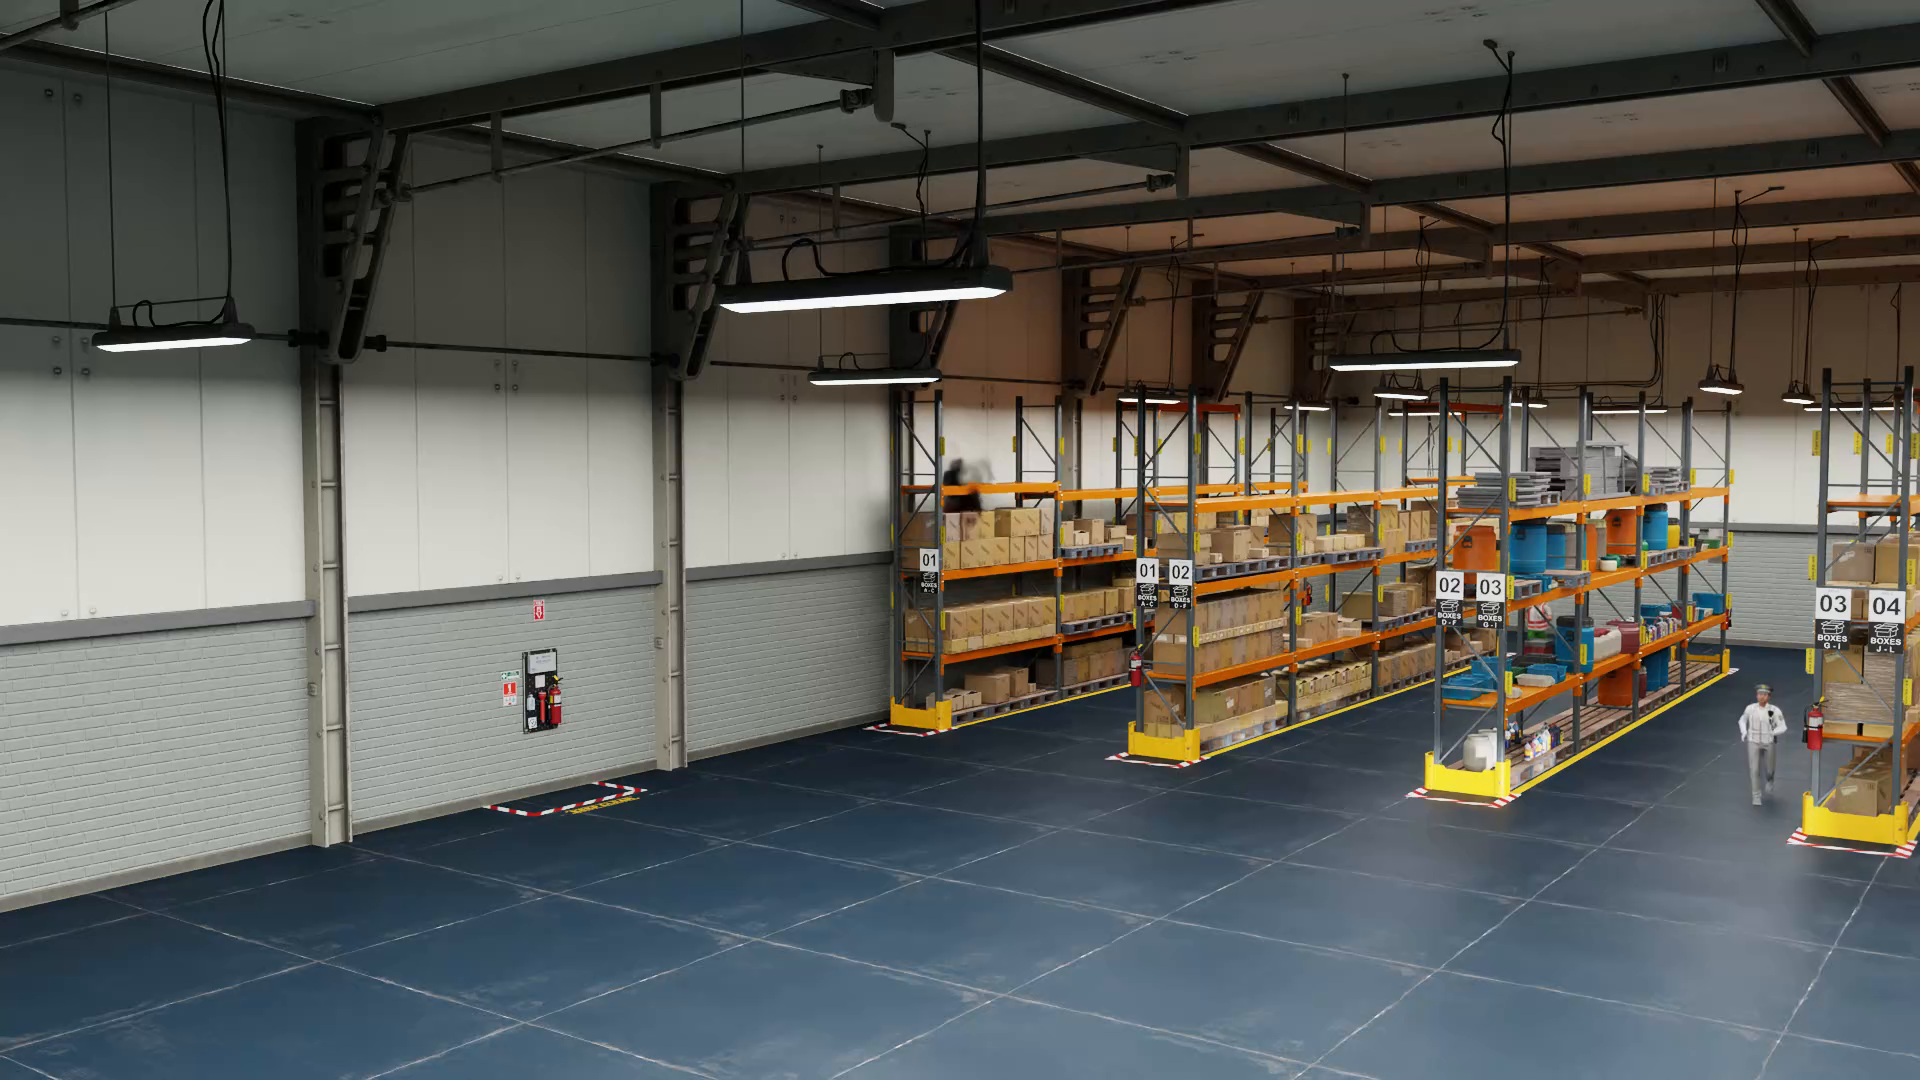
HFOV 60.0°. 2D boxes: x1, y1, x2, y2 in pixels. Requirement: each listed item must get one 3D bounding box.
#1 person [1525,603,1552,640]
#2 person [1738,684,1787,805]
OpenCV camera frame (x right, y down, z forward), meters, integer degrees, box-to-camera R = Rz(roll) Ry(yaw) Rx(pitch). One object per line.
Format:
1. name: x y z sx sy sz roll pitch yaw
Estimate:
1. person: 12.762 2.005 36.807 0.660 1.782 0.991 2 4 26
2. person: 11.267 2.851 23.388 0.615 1.662 0.785 2 4 31
